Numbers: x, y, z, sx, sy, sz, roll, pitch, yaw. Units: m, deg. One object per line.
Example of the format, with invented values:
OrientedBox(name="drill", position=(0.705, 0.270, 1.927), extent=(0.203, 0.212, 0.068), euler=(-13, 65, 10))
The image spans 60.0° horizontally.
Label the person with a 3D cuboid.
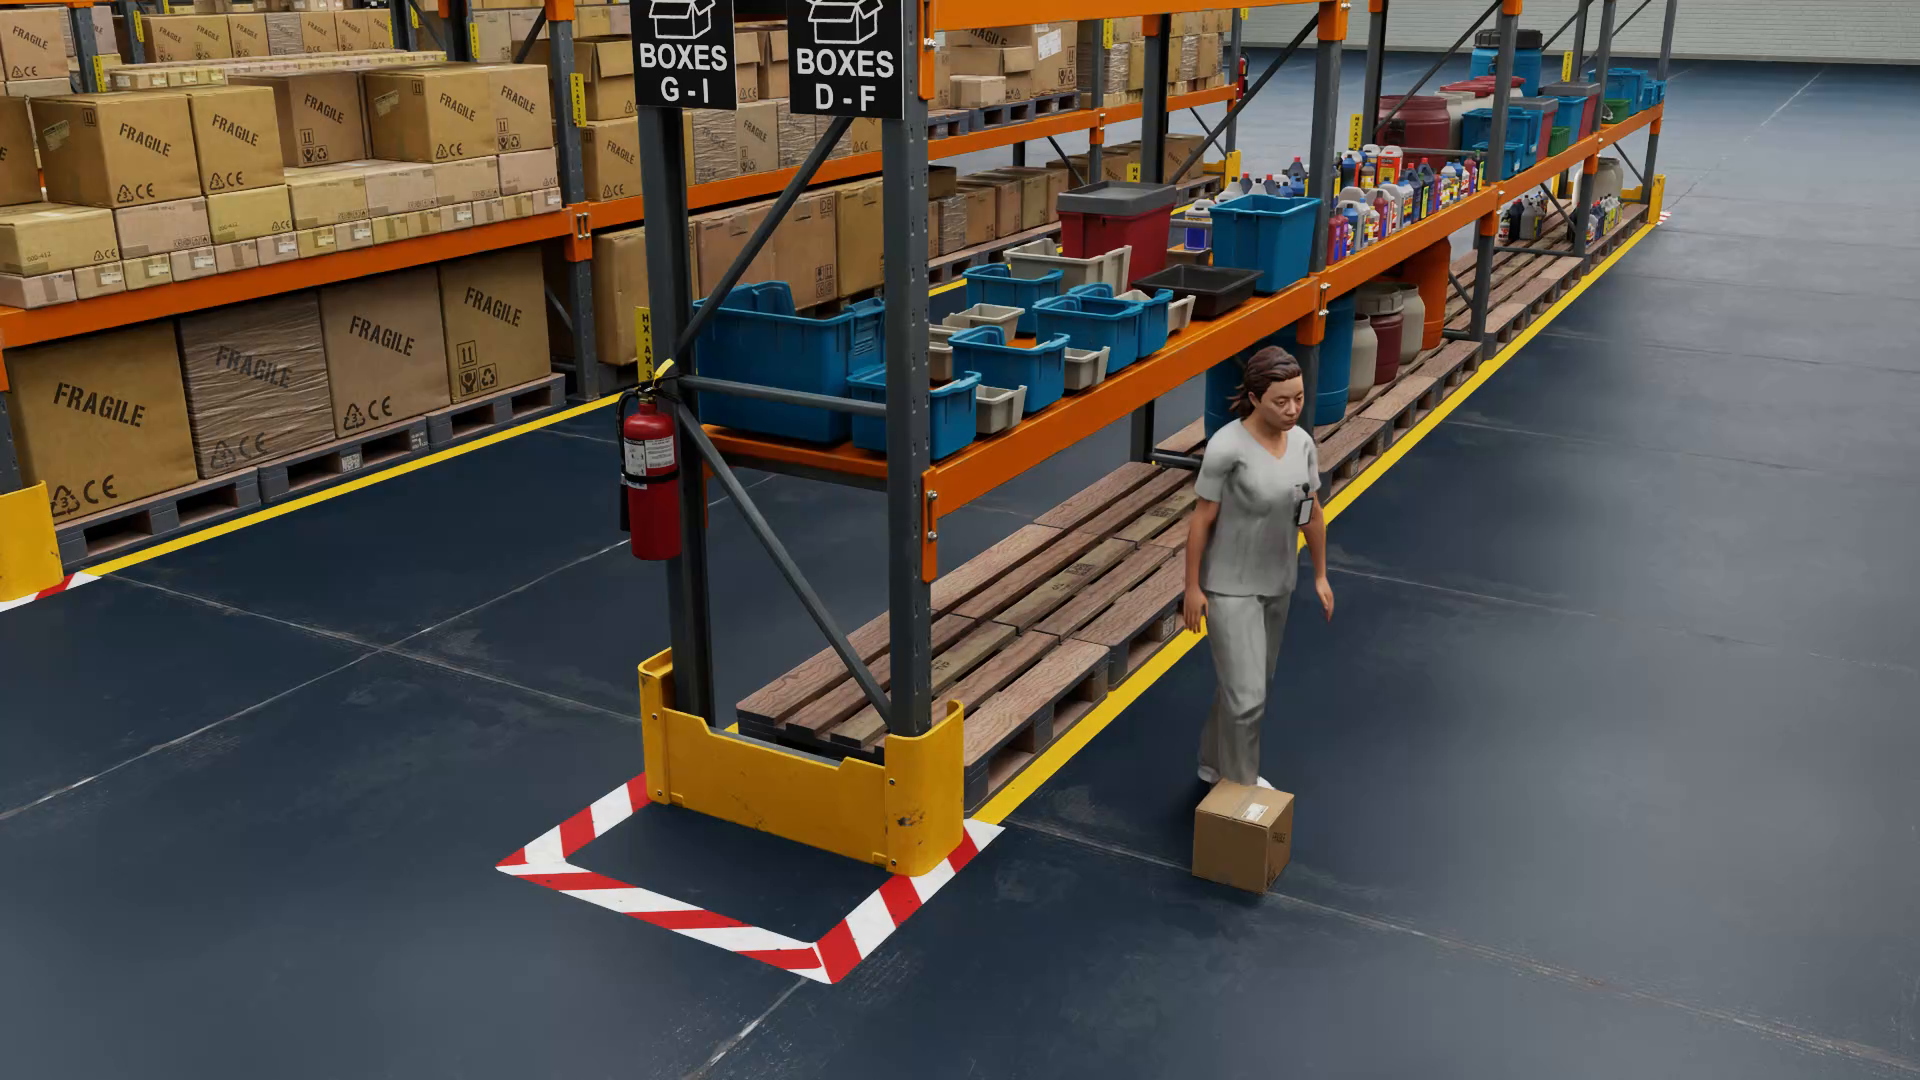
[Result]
OrientedBox(name="person", position=(1.007, 0.191, 5.566), extent=(0.534, 1.720, 0.596), euler=(-12, 23, -30))
